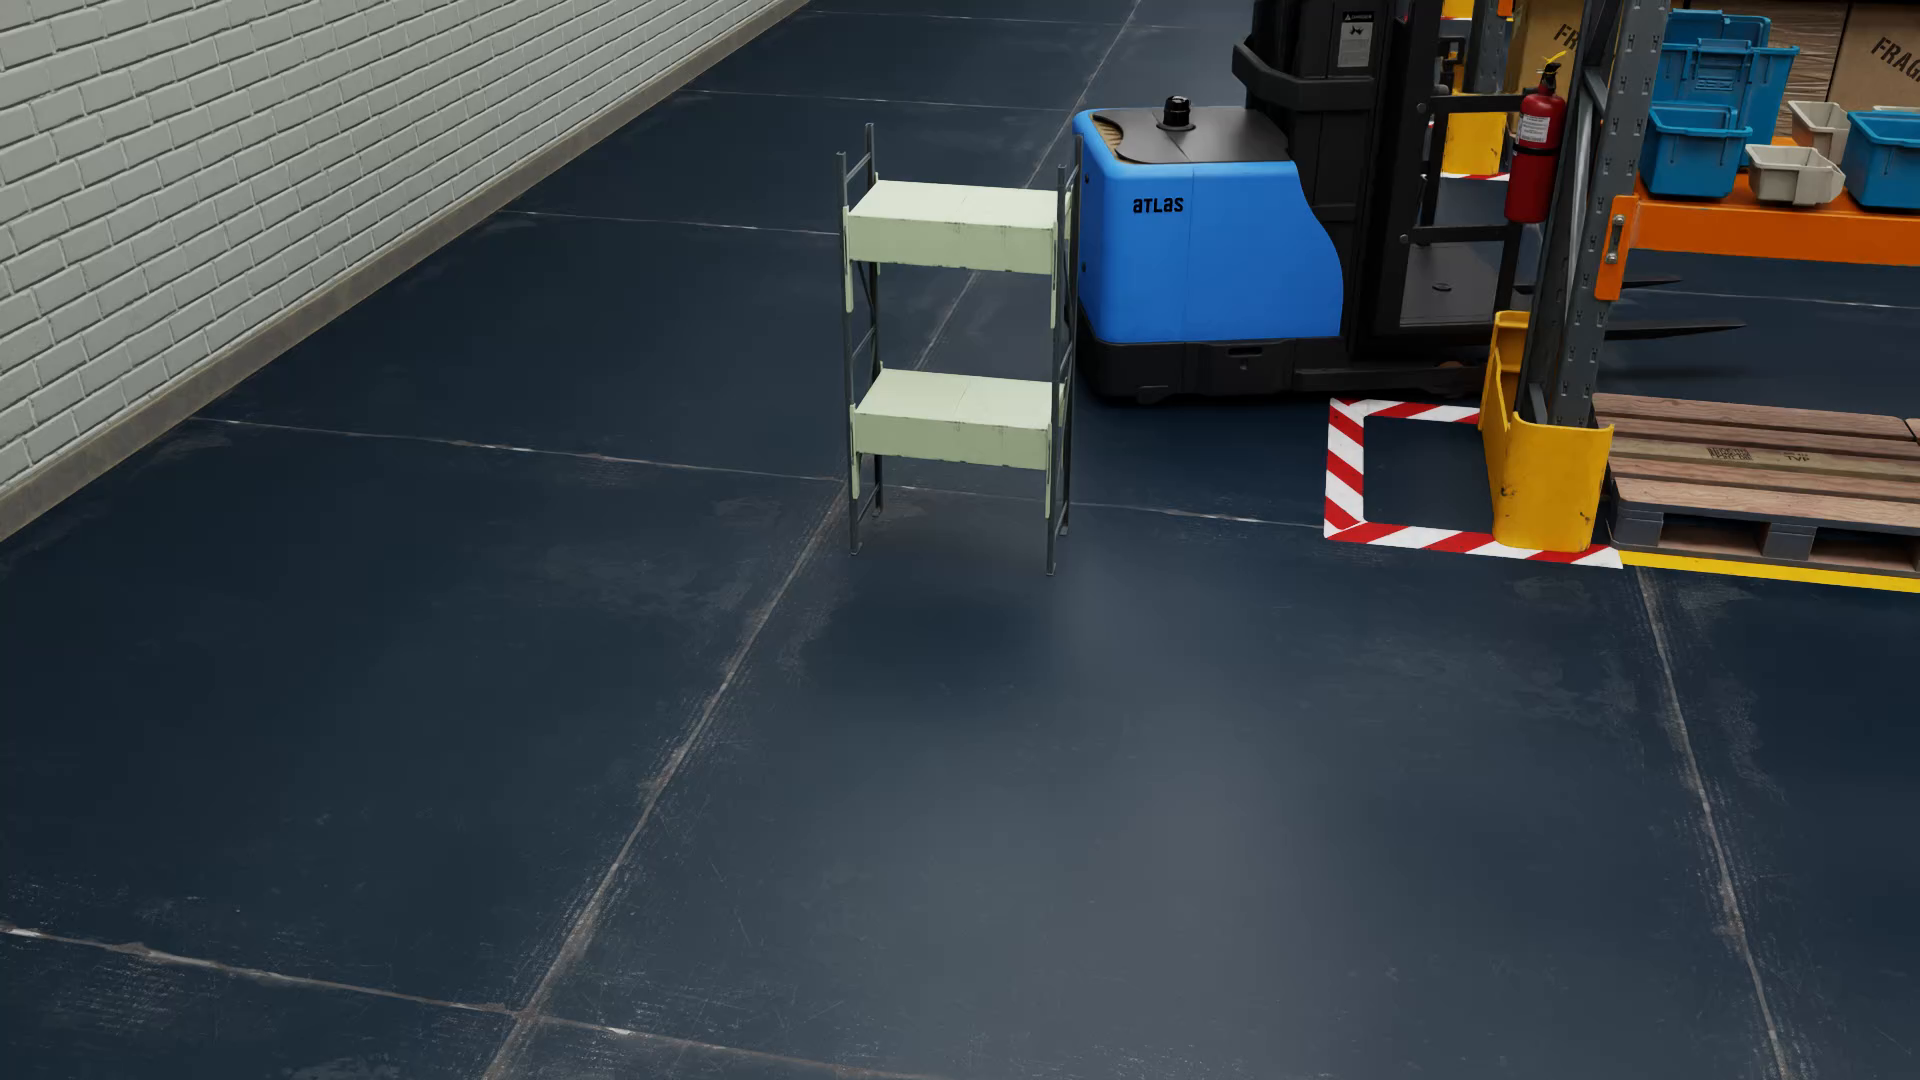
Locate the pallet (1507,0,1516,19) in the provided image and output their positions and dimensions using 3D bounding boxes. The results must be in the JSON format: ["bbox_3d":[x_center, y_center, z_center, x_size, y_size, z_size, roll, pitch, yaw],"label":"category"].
[{"bbox_3d":[5.344,-4.872,14.929,1.213,0.211,1.003,6,29,11],"label":"pallet"}]

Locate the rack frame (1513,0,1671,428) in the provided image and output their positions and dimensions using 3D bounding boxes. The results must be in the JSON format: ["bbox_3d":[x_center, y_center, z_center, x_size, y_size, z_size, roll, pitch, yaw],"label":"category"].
[{"bbox_3d":[2.314,-1.556,5.968,0.127,3.000,1.000,6,29,11],"label":"rack frame"}]

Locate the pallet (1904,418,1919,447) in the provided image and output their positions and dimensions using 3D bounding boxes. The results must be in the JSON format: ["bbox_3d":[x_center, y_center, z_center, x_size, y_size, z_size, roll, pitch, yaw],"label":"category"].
[{"bbox_3d":[4.302,-0.108,6.228,1.213,0.211,1.003,6,29,11],"label":"pallet"}]

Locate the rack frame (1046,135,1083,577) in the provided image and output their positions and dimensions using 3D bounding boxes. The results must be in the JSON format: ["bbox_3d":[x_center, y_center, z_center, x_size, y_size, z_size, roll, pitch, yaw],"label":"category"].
[{"bbox_3d":[0.364,-0.620,5.822,0.023,1.500,0.400,6,29,11],"label":"rack frame"}]

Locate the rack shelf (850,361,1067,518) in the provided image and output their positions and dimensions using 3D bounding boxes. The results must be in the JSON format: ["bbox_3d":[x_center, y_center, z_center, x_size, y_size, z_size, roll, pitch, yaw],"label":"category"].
[{"bbox_3d":[0.007,-0.371,6.045,0.720,0.370,0.431,6,29,11],"label":"rack shelf"}]

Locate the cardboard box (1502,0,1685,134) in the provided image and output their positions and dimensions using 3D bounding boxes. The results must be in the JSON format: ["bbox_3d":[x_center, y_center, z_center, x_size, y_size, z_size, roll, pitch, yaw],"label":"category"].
[{"bbox_3d":[3.991,-3.107,10.577,0.875,0.875,0.875,6,29,11],"label":"cardboard box"}]

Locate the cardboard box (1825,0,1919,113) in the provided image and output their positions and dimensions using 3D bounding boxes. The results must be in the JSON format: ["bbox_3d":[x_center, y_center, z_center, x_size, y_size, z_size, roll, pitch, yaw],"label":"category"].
[{"bbox_3d":[5.751,-2.927,10.248,0.875,0.875,0.875,6,29,11],"label":"cardboard box"}]

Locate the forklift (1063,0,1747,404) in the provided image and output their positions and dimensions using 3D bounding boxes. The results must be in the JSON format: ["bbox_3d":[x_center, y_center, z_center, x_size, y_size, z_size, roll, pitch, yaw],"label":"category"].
[{"bbox_3d":[2.050,-2.161,7.146,3.031,2.935,1.130,-3,29,-5],"label":"forklift"}]

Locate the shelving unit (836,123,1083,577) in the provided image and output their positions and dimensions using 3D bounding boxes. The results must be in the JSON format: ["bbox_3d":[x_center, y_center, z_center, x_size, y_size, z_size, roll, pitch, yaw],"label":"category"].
[{"bbox_3d":[0.007,-0.657,5.889,0.755,1.500,0.431,6,29,11],"label":"shelving unit"}]

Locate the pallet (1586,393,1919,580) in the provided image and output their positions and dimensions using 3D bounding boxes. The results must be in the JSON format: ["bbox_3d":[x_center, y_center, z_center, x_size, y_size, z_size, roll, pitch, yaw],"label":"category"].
[{"bbox_3d":[3.112,-0.232,6.453,1.213,0.211,1.003,6,29,11],"label":"pallet"}]

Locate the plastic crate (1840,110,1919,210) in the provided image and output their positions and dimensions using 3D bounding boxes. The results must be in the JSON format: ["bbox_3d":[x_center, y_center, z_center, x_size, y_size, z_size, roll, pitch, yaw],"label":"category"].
[{"bbox_3d":[3.130,-1.263,5.545,0.300,0.233,0.416,6,29,11],"label":"plastic crate"}]

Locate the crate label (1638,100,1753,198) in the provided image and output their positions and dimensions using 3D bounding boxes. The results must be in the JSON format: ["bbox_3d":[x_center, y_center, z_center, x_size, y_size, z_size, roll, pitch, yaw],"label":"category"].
[{"bbox_3d":[2.486,-1.329,5.666,0.303,0.233,0.416,6,29,11],"label":"crate label"}]

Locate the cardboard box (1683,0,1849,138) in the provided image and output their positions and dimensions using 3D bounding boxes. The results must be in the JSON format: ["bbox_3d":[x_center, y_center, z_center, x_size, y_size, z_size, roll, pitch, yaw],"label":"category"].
[{"bbox_3d":[4.881,-3.016,10.411,0.875,0.875,0.875,6,29,11],"label":"cardboard box"}]

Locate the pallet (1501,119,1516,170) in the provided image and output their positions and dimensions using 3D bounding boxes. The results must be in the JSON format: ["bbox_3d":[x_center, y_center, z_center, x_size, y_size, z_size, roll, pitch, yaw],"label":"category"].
[{"bbox_3d":[4.146,-2.615,10.807,1.213,0.211,1.003,6,29,11],"label":"pallet"}]

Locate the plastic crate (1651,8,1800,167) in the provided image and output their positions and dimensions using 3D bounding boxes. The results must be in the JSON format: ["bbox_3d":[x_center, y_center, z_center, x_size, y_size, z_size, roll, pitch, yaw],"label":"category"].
[{"bbox_3d":[2.680,-1.652,6.044,0.499,0.435,0.616,6,29,11],"label":"plastic crate"}]

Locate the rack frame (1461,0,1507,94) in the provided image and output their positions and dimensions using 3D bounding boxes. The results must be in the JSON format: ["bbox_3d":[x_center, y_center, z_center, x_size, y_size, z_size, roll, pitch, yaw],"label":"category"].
[{"bbox_3d":[3.348,-3.882,10.217,0.127,3.000,1.000,6,29,11],"label":"rack frame"}]

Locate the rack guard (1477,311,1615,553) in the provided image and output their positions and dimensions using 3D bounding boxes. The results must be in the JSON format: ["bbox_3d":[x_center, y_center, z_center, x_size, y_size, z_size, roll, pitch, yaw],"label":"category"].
[{"bbox_3d":[2.288,-0.455,6.561,0.348,0.500,1.175,6,29,11],"label":"rack guard"}]

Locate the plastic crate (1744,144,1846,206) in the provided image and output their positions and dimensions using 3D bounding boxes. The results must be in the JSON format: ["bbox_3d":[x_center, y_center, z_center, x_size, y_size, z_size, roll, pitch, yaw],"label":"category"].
[{"bbox_3d":[2.783,-1.216,5.559,0.298,0.136,0.250,6,29,11],"label":"plastic crate"}]

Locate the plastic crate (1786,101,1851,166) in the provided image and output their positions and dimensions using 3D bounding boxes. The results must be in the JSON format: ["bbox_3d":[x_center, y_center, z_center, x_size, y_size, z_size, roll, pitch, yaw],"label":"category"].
[{"bbox_3d":[3.149,-1.470,6.023,0.243,0.136,0.396,6,29,11],"label":"plastic crate"}]

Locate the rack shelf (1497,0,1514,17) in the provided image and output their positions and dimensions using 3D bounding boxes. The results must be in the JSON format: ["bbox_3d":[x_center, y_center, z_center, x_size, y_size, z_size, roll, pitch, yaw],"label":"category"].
[{"bbox_3d":[5.304,-3.366,10.023,4.000,0.370,1.077,6,29,11],"label":"rack shelf"}]

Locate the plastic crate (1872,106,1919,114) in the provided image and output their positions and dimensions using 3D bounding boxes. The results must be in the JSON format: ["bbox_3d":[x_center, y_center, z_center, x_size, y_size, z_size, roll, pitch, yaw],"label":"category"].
[{"bbox_3d":[3.429,-1.434,5.957,0.243,0.136,0.396,6,29,11],"label":"plastic crate"}]

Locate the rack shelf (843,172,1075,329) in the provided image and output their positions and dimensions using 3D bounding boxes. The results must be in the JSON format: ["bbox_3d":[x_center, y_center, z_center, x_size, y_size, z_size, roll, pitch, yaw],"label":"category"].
[{"bbox_3d":[0.007,-1.000,5.701,0.720,0.370,0.431,6,29,11],"label":"rack shelf"}]

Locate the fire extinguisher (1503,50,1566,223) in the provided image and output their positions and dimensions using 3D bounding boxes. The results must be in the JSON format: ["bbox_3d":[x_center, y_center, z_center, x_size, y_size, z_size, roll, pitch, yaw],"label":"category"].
[{"bbox_3d":[2.261,-1.587,6.493,0.183,0.674,0.296,6,29,11],"label":"fire extinguisher"}]

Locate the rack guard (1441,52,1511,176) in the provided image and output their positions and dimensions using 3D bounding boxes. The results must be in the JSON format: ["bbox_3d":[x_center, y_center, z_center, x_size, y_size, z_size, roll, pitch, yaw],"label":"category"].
[{"bbox_3d":[3.325,-2.788,10.821,0.348,0.500,1.175,6,29,11],"label":"rack guard"}]

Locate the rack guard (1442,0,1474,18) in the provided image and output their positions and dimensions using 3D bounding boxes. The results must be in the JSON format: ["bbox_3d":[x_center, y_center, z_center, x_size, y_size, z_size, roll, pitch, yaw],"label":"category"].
[{"bbox_3d":[4.557,-5.097,15.039,0.348,0.500,1.175,6,29,11],"label":"rack guard"}]

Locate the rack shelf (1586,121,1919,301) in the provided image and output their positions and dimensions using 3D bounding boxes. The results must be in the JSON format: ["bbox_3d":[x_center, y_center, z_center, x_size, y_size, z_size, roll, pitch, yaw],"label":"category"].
[{"bbox_3d":[4.270,-1.040,5.774,4.000,0.370,1.077,6,29,11],"label":"rack shelf"}]

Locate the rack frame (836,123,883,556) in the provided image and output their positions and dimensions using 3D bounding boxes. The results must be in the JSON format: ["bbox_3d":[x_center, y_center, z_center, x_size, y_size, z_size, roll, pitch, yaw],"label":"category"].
[{"bbox_3d":[-0.351,-0.694,5.956,0.023,1.500,0.400,6,29,11],"label":"rack frame"}]
